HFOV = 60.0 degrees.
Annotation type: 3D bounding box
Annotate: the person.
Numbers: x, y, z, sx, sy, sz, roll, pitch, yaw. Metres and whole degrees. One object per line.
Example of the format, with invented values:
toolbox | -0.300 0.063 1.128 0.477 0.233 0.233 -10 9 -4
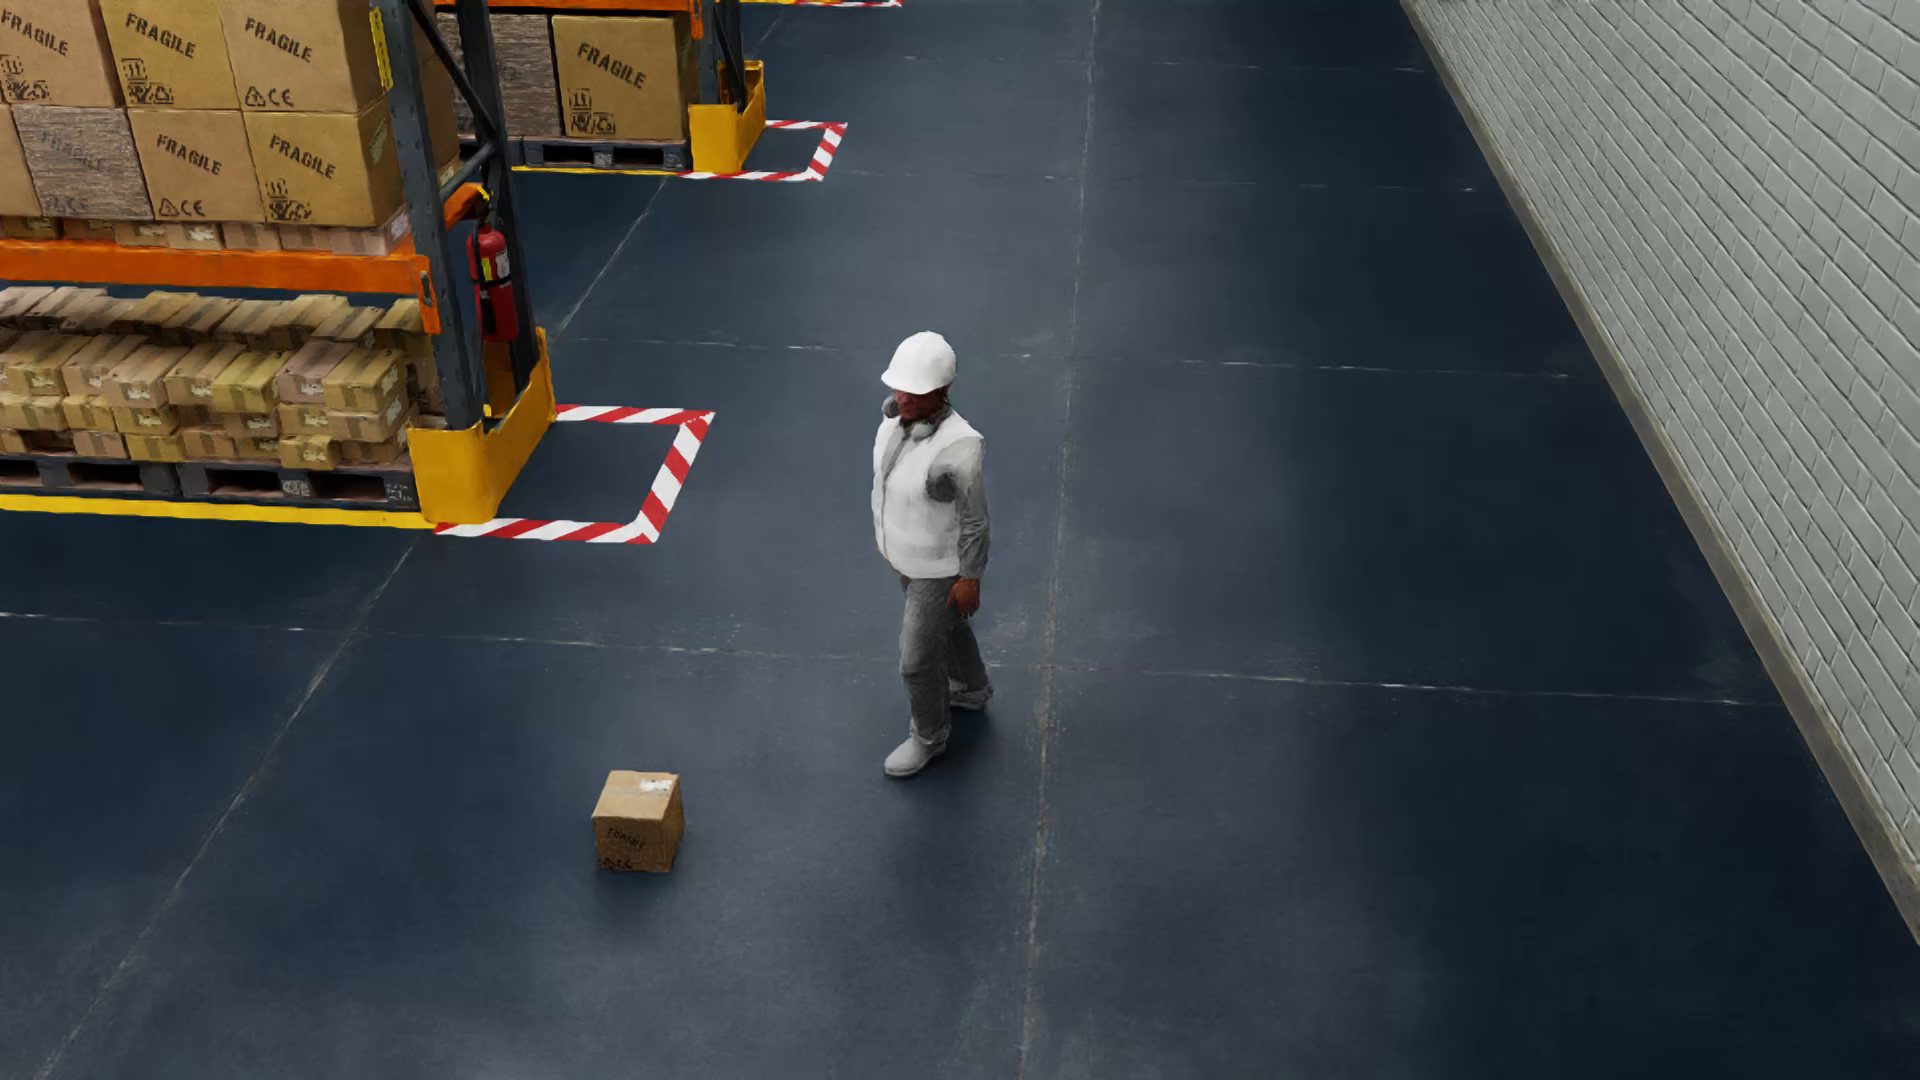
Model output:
person | -0.088 0.031 6.063 0.561 1.764 0.559 -16 35 -24
